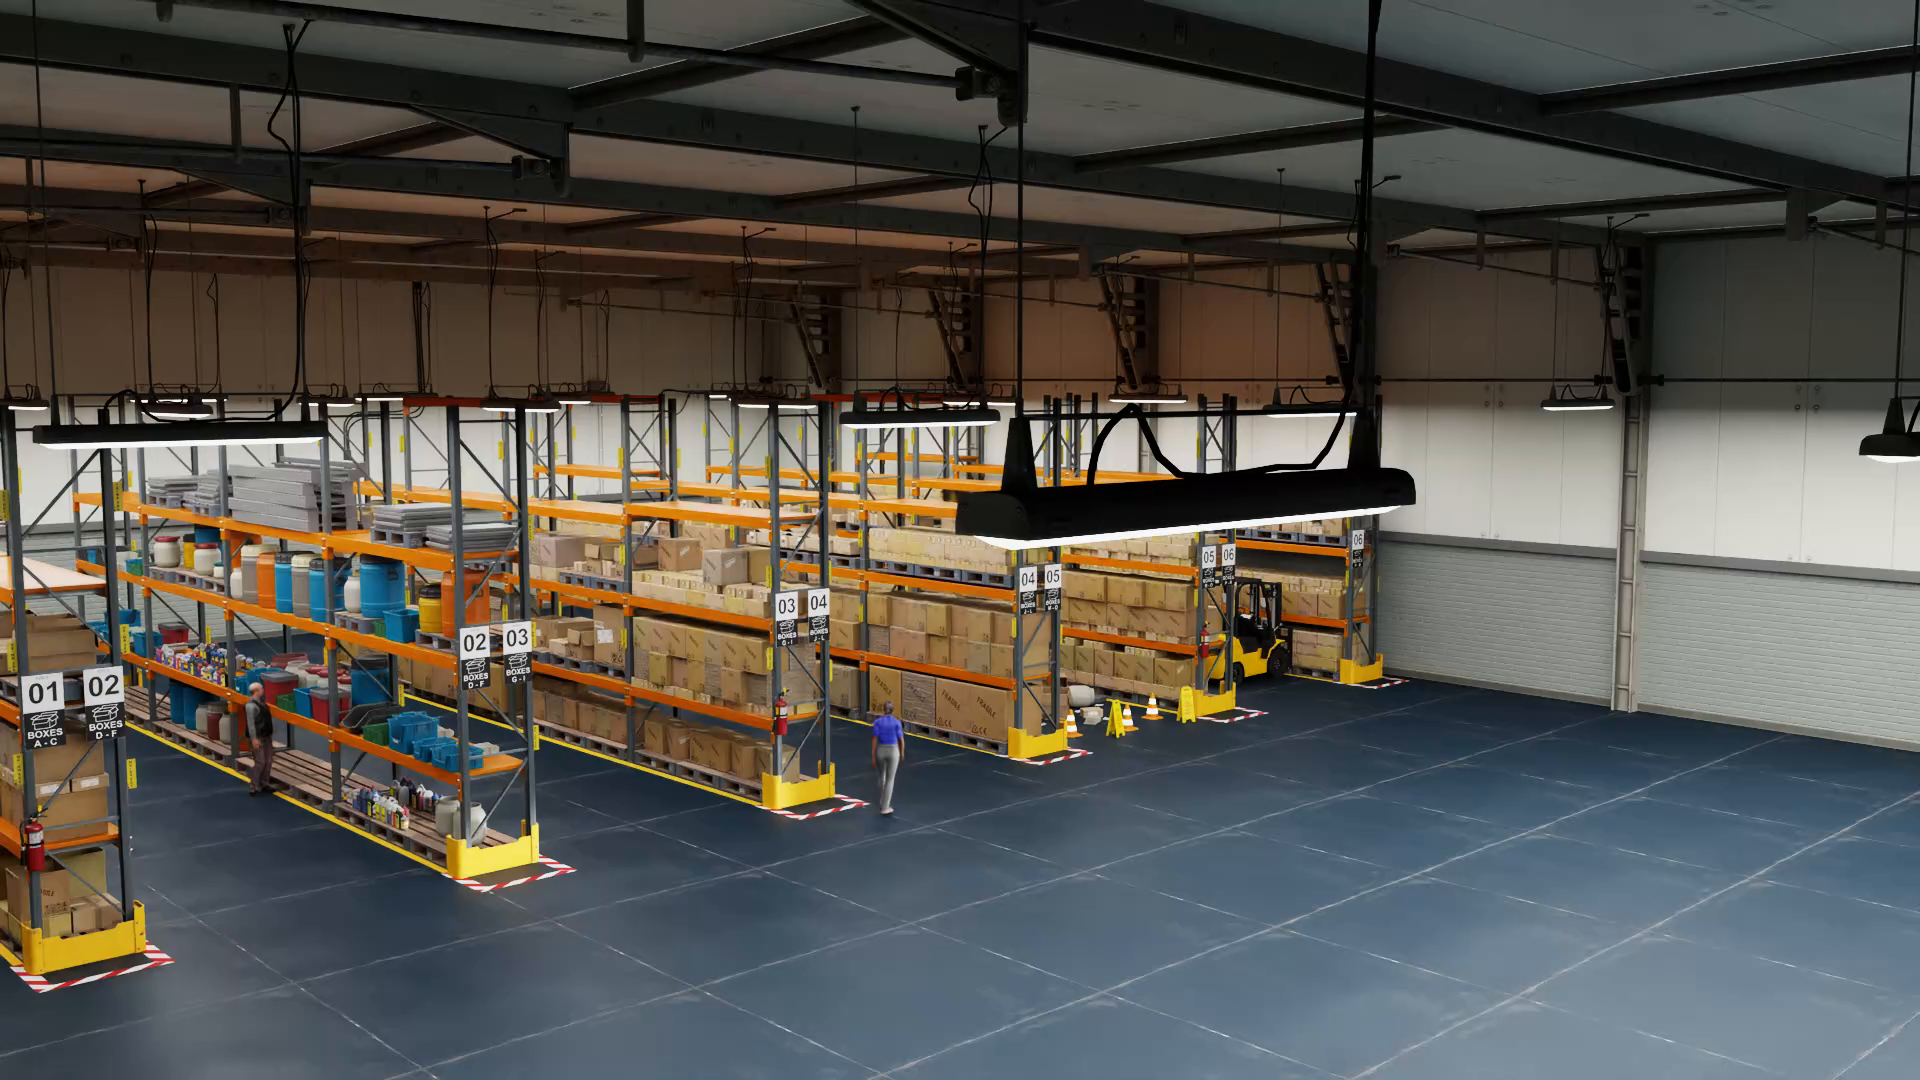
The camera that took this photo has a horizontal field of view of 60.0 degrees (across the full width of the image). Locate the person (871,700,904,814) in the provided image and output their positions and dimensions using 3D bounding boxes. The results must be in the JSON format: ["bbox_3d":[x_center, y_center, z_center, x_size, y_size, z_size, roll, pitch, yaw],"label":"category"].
[{"bbox_3d":[-1.045,3.173,24.317,0.453,1.695,0.628,1,6,15],"label":"person"}]

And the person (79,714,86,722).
[{"bbox_3d":[-16.131,2.495,30.730,0.516,1.784,0.622,1,6,12],"label":"person"}]

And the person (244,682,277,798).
[{"bbox_3d":[-10.702,3.065,25.439,0.422,1.793,0.595,1,6,6],"label":"person"}]
